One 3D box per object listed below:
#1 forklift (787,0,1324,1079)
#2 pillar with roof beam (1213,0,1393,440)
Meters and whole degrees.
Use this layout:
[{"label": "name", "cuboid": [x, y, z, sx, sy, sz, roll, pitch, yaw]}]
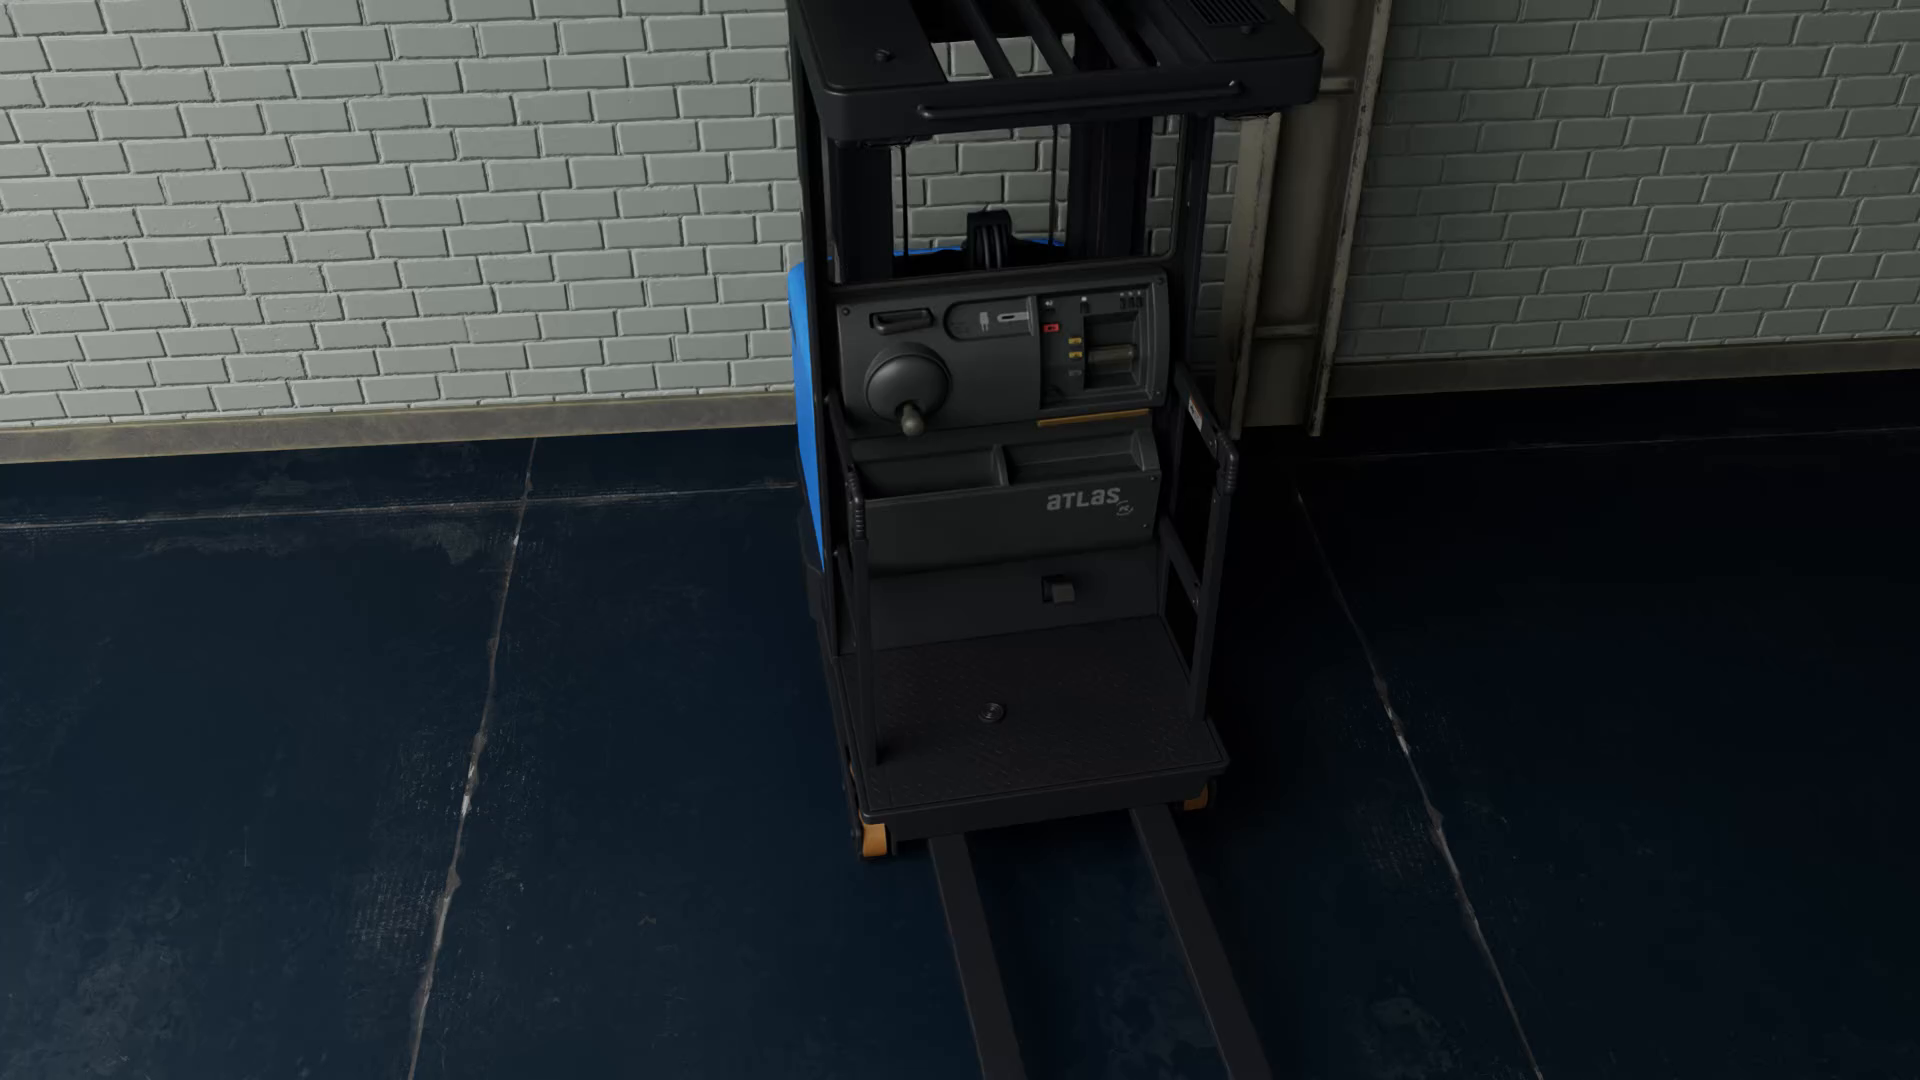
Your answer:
[{"label": "forklift", "cuboid": [0.170, -0.442, 4.444, 1.130, 2.935, 3.031, -7, 39, -9]}, {"label": "pillar with roof beam", "cuboid": [1.651, -1.387, 0.743, 0.400, 9.000, 9.100, -3, 38, -4]}]
